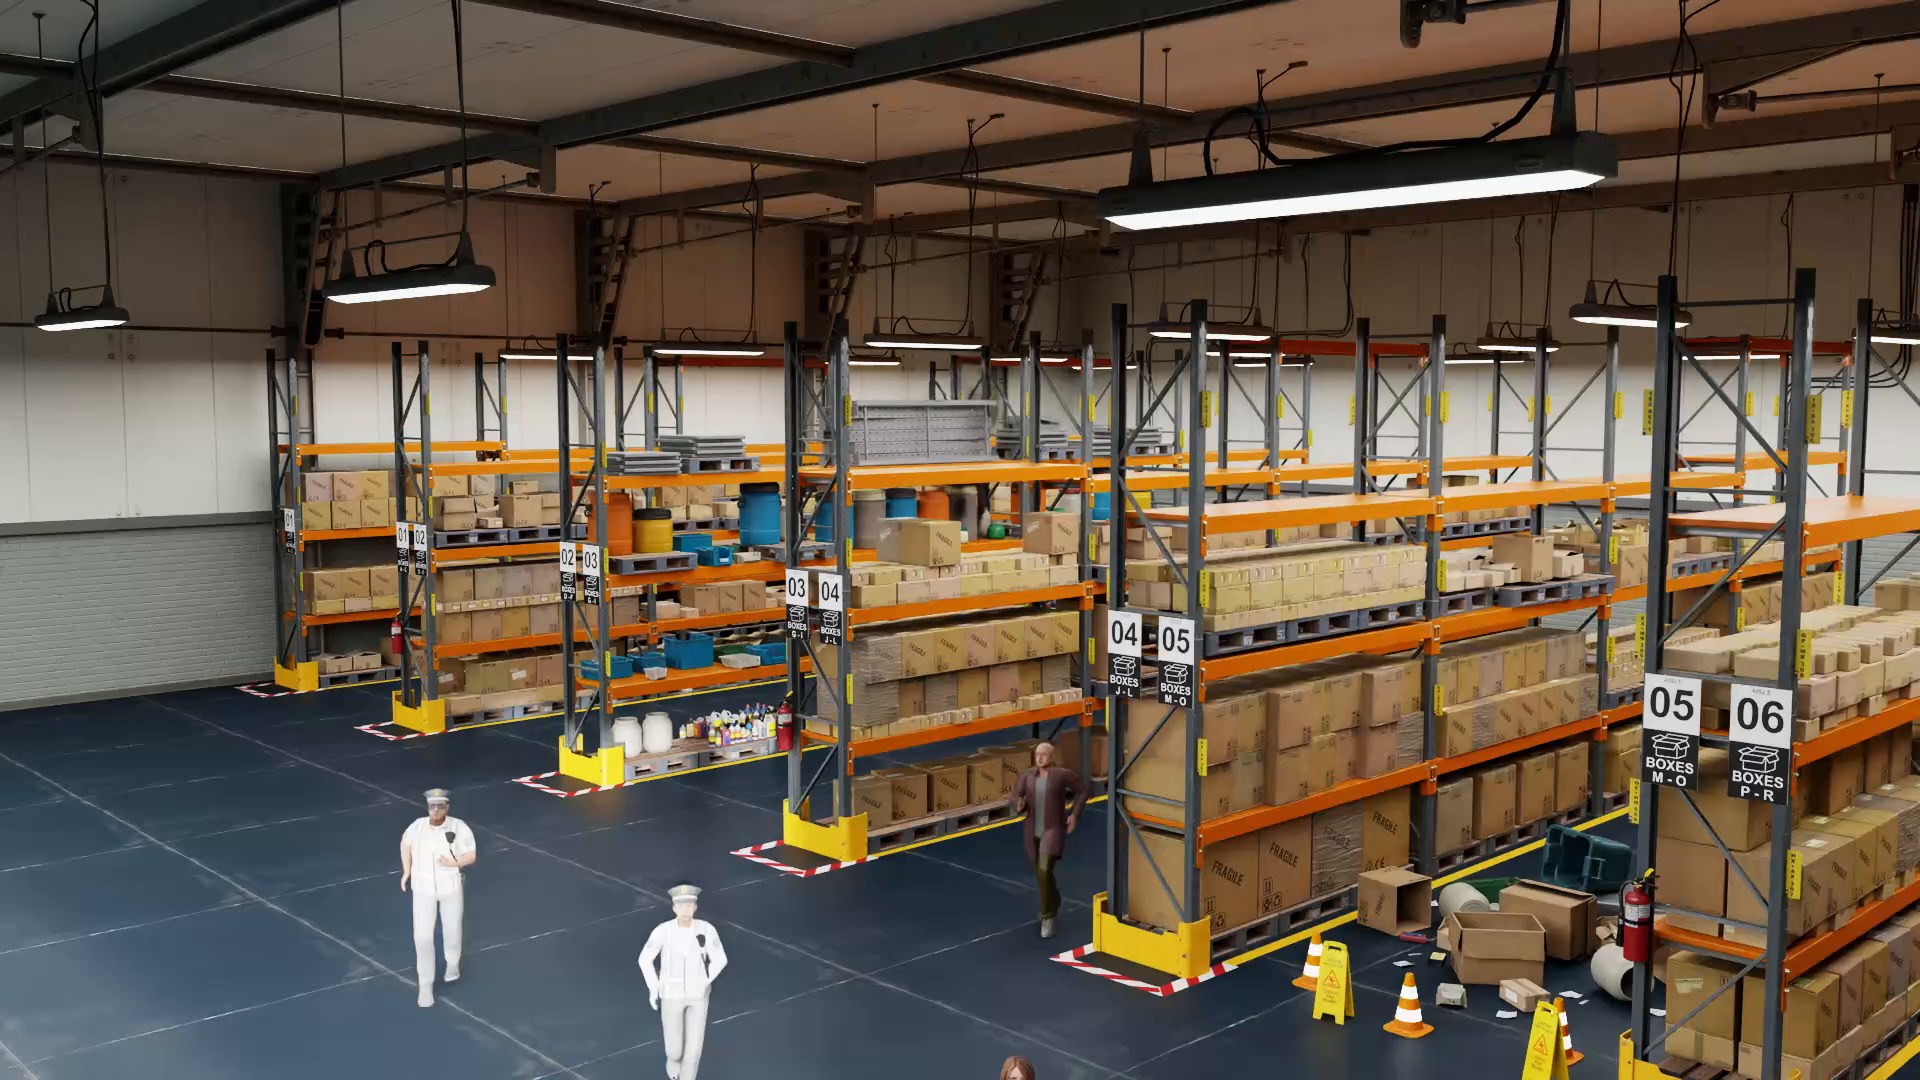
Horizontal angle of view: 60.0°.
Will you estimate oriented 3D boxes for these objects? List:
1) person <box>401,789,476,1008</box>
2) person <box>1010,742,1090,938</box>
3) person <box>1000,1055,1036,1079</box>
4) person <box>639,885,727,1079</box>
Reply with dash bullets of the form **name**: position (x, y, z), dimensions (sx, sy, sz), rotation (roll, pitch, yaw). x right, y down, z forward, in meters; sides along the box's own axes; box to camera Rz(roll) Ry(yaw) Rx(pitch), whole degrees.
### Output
- **person**: position (-4.502, 3.044, 14.366), dimensions (0.637, 1.849, 0.798), rotation (-1, 5, -15)
- **person**: position (0.819, 2.882, 16.162), dimensions (0.716, 1.840, 0.798), rotation (3, 6, 31)
- **person**: position (0.294, 3.583, 8.996), dimensions (0.510, 1.643, 0.737), rotation (0, 5, -4)
- **person**: position (-2.006, 3.296, 12.091), dimensions (0.629, 1.651, 0.567), rotation (-1, 5, -14)
